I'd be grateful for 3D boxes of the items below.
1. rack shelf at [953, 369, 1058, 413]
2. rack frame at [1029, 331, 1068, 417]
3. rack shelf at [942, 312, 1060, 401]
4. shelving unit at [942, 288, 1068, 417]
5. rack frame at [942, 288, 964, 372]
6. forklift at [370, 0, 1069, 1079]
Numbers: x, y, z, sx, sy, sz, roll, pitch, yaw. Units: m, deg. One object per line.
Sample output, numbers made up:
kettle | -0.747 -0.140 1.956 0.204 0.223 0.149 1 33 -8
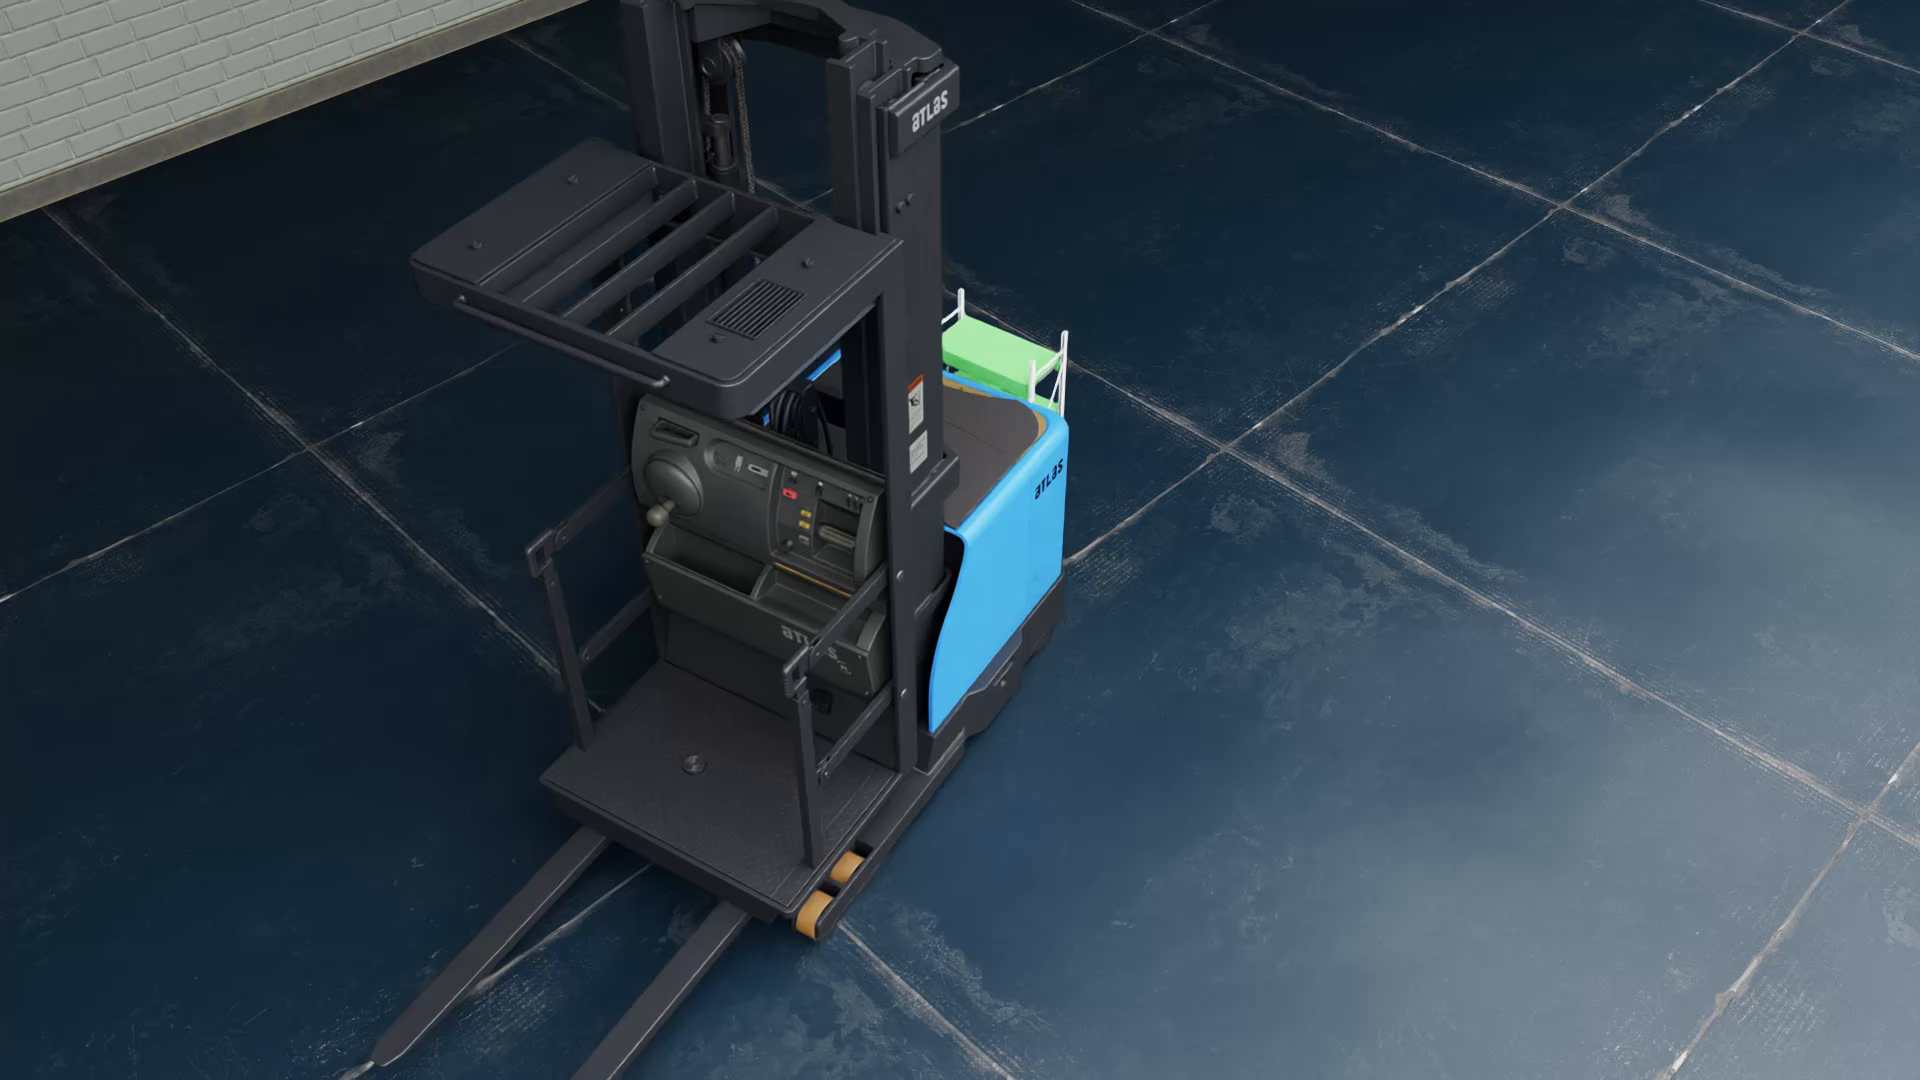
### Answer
rack shelf | 0.137 -0.517 6.666 0.480 0.148 0.258 26 49 26
rack frame | 0.335 -0.291 6.680 0.015 1.200 0.240 26 49 26
rack shelf | 0.137 -0.694 6.503 0.480 0.148 0.258 26 49 26
shelving unit | 0.137 -0.388 6.786 0.503 1.200 0.258 26 49 26
rack frame | -0.060 -0.485 6.891 0.015 1.200 0.240 26 49 26
forklift | -0.771 -0.062 5.157 1.130 2.935 3.031 22 47 22
